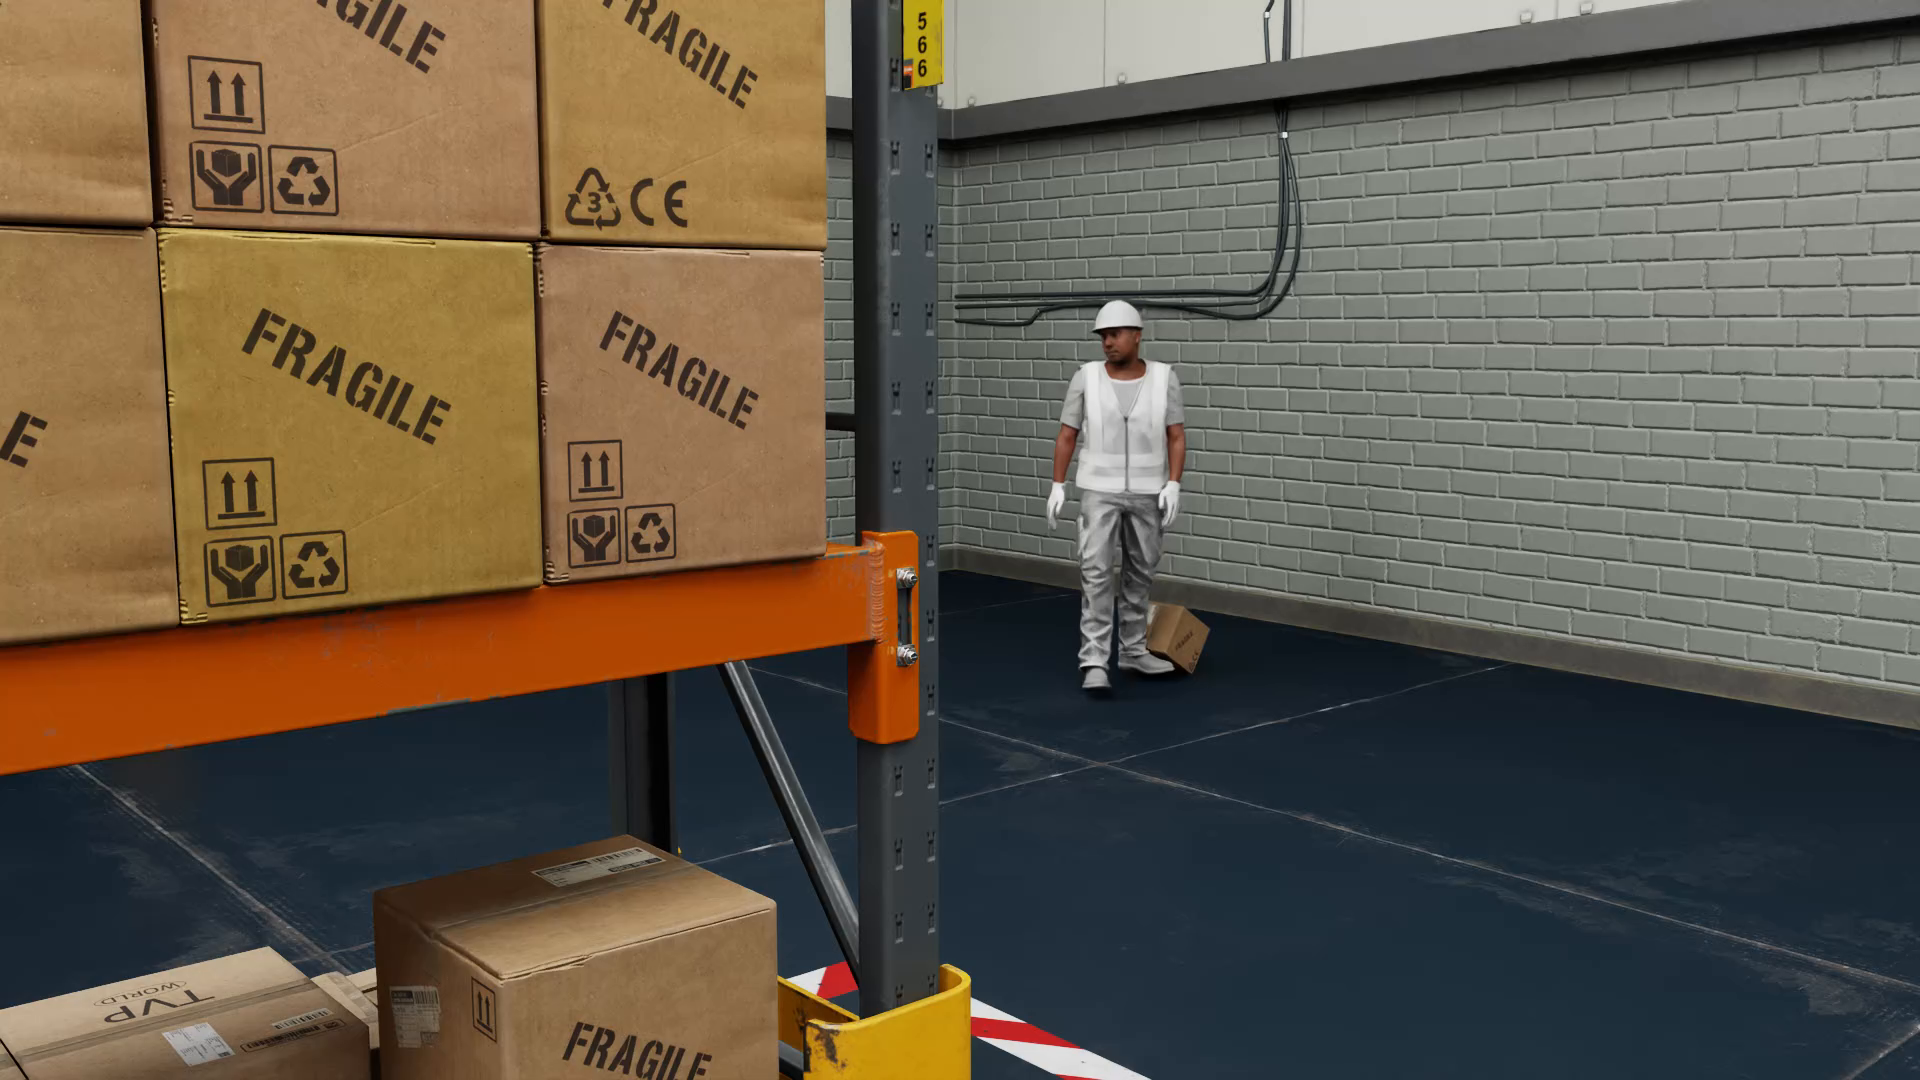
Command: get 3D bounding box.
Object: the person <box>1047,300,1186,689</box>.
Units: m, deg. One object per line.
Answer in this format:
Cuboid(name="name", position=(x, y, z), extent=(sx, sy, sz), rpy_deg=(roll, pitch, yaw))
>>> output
Cuboid(name="person", position=(0.726, -0.210, 7.688), extent=(0.638, 1.780, 0.653), rpy_deg=(-1, 7, -4))
